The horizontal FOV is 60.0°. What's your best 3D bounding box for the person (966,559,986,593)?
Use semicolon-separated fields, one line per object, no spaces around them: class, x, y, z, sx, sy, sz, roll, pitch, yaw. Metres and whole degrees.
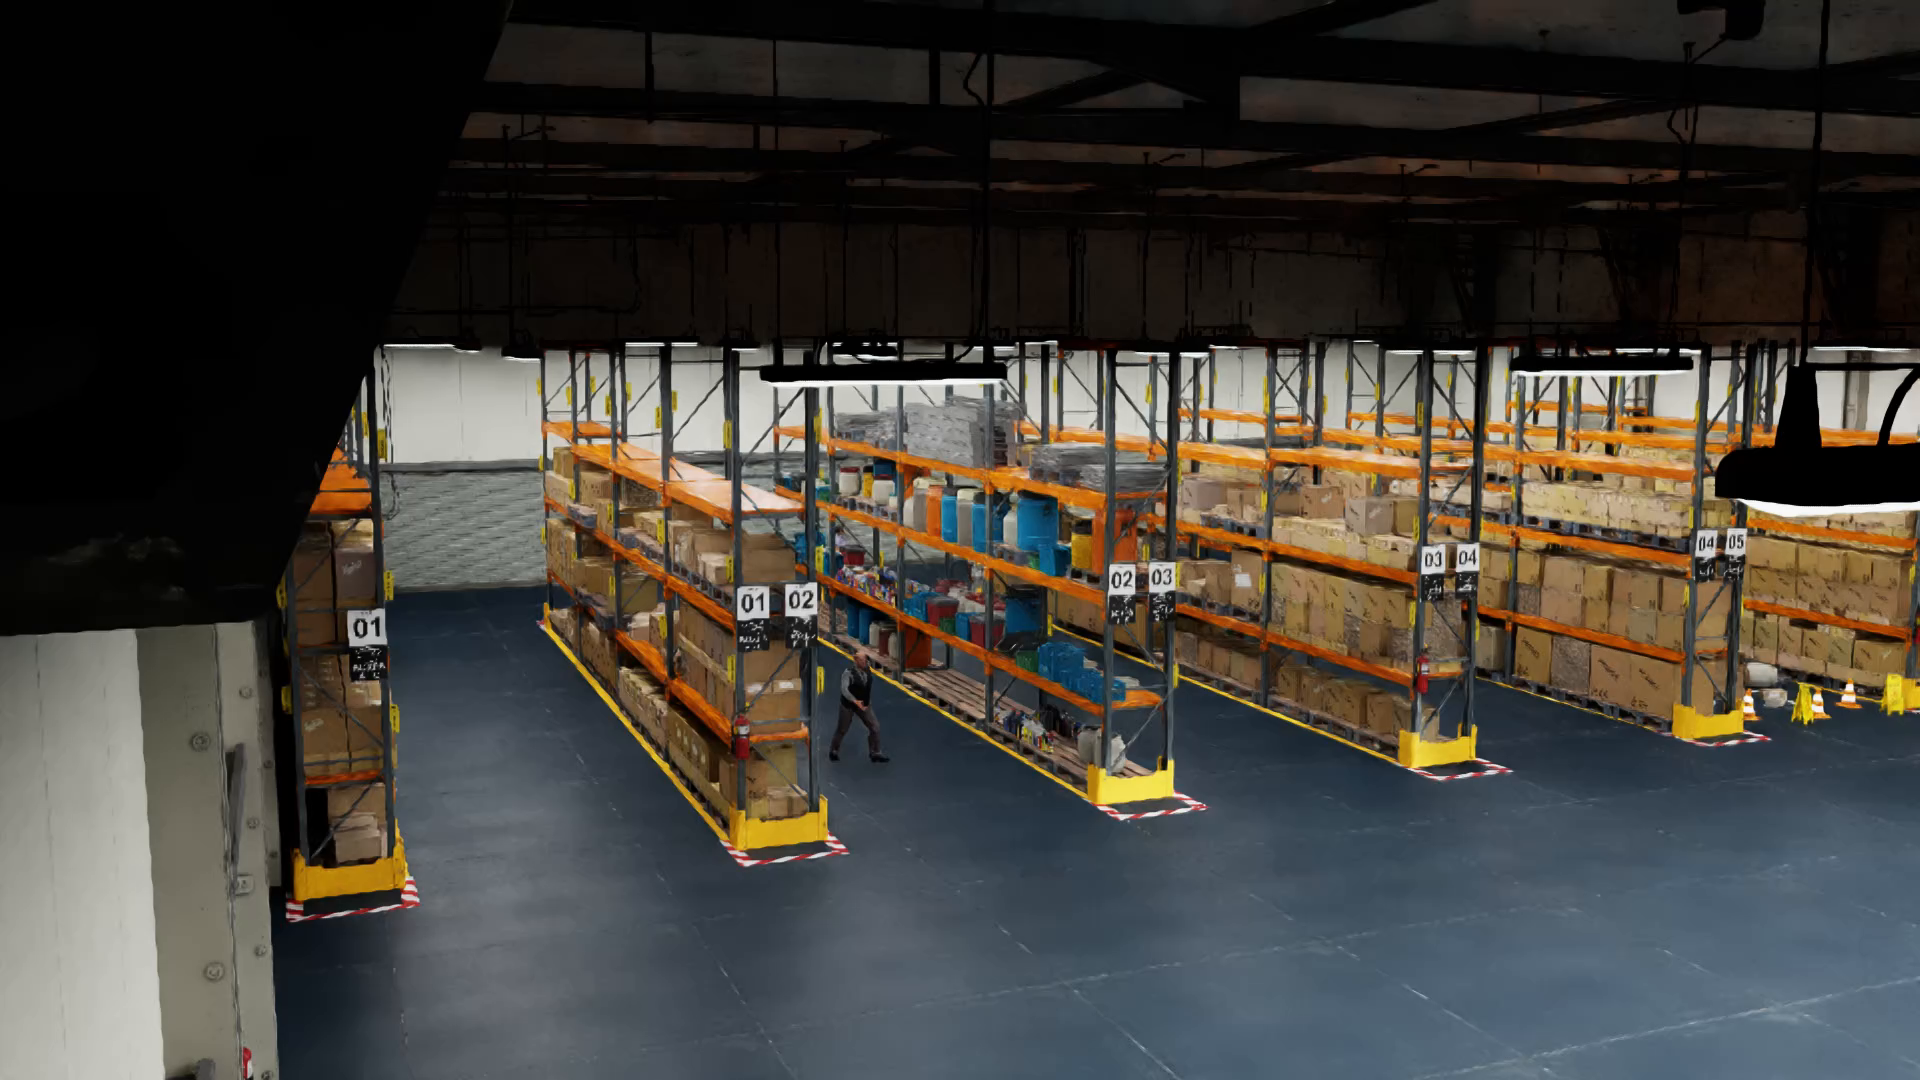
person;0.427;0.793;36.489;0.592;1.625;0.532;-3;8;-23

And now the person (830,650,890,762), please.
person;-1.502;2.388;24.019;0.682;1.662;0.844;-6;10;-39

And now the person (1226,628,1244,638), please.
person;5.418;1.286;32.266;0.678;1.740;0.546;-3;8;-24

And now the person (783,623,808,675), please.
person;-2.896;1.661;29.912;0.592;1.604;0.513;-3;8;-24

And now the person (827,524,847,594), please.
person;-2.875;0.472;38.859;0.466;1.617;0.656;1;7;7
